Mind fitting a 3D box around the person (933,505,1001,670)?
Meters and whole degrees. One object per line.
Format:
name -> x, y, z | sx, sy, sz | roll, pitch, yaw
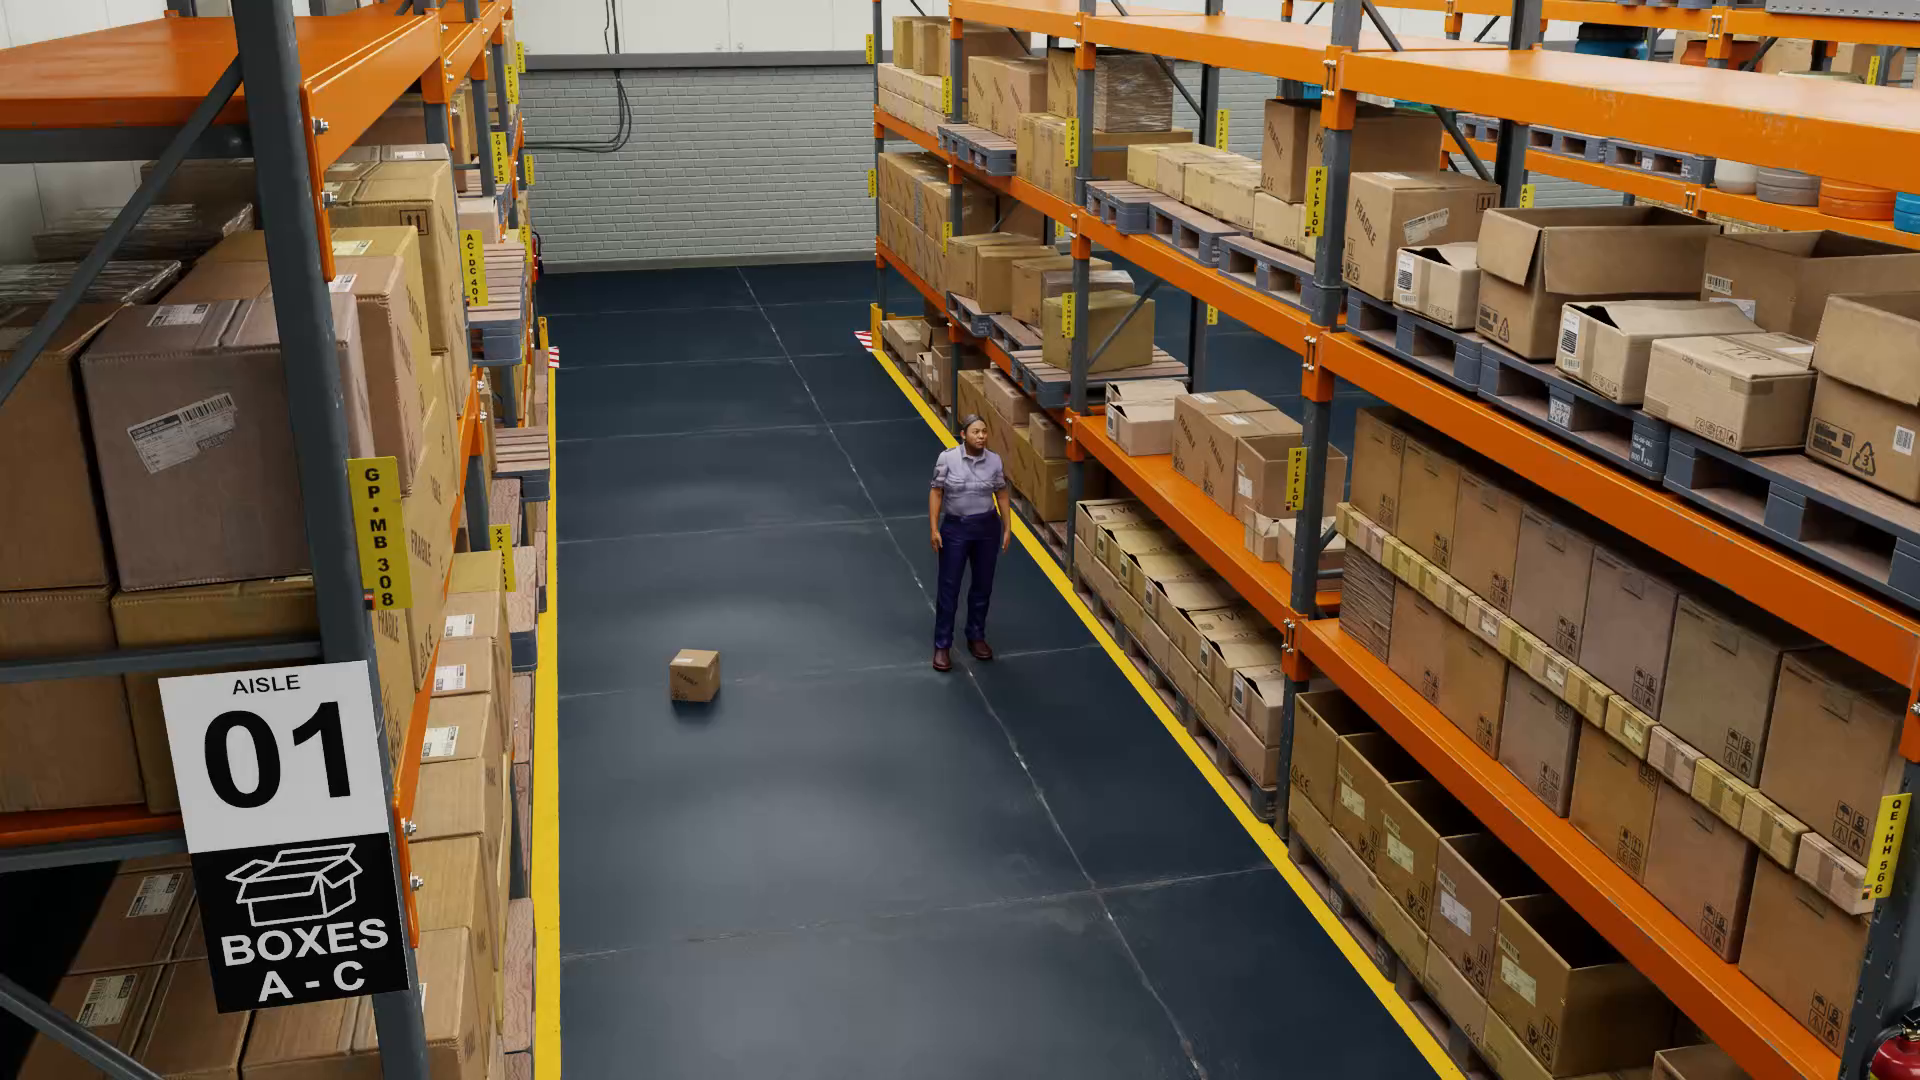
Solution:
person -> 0.040, 0.296, 11.155 | 0.524, 1.034, 0.478 | -5, 20, -13
